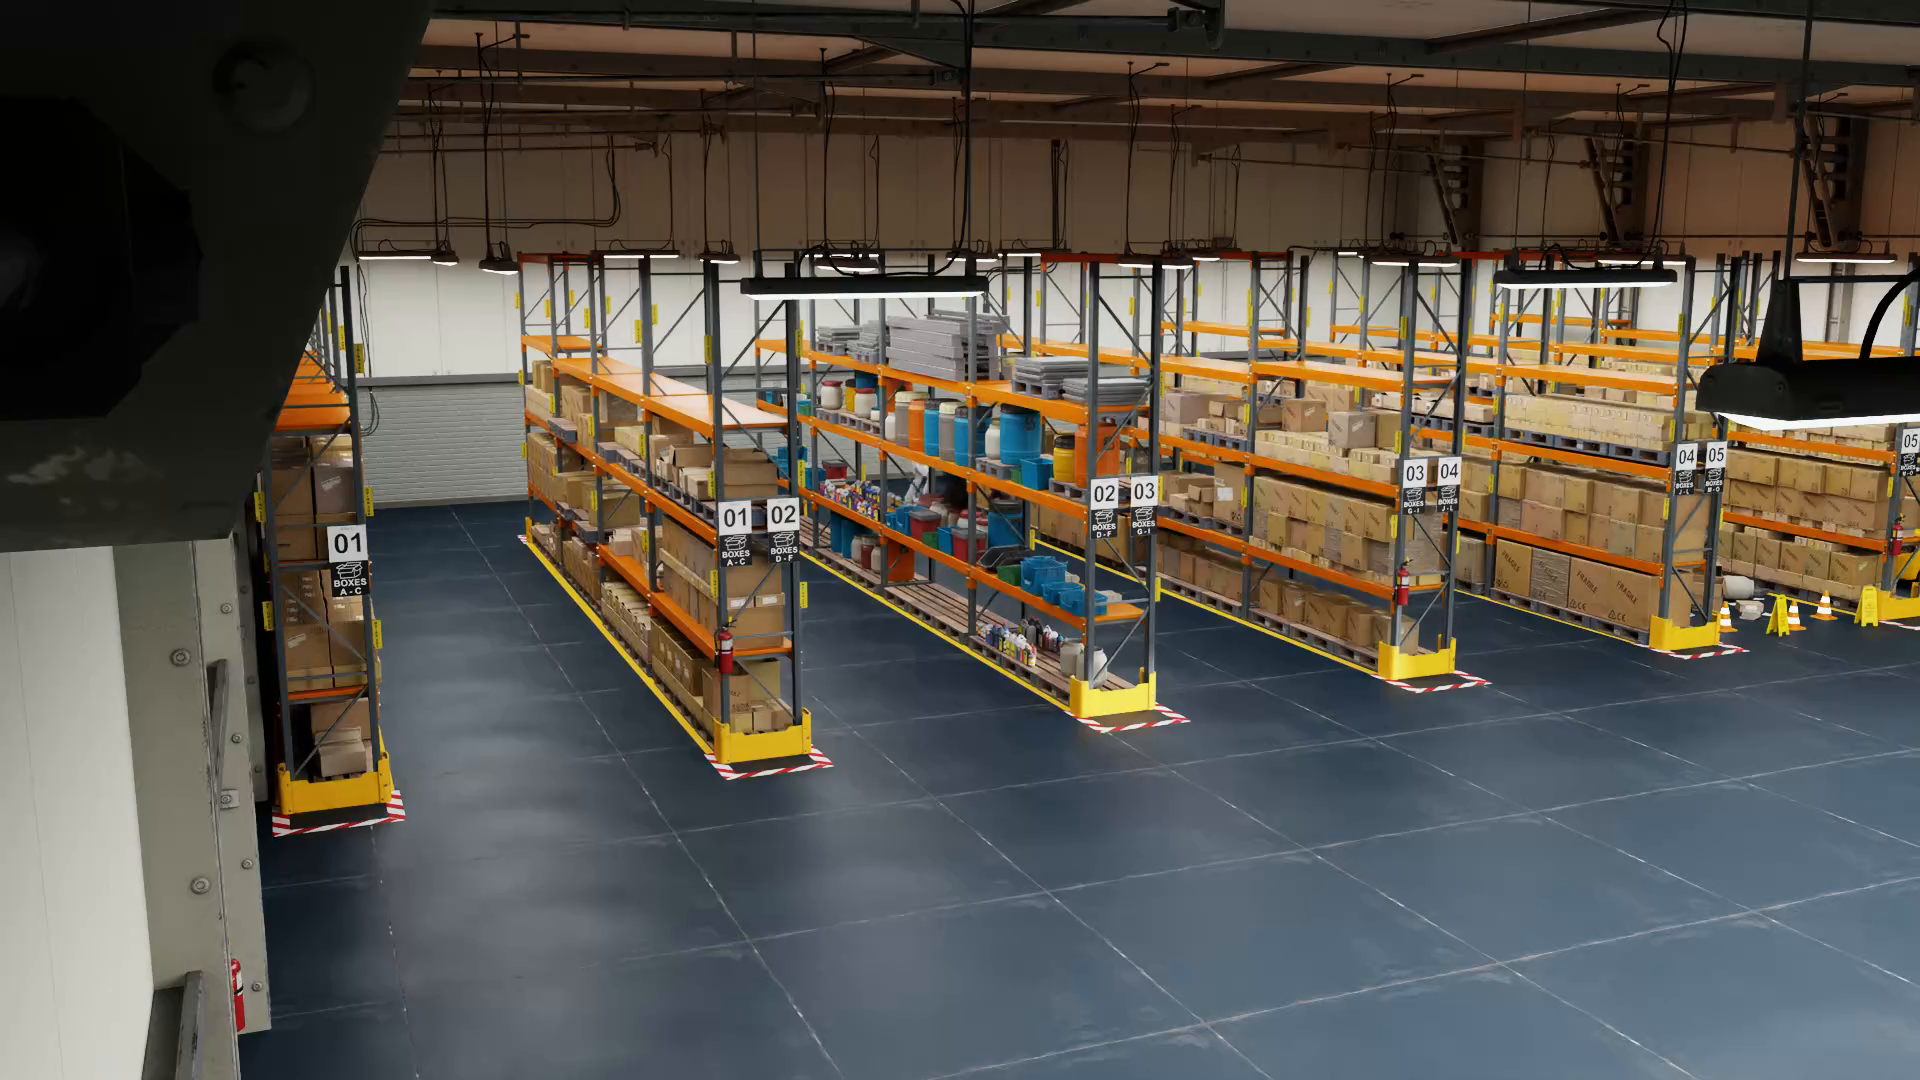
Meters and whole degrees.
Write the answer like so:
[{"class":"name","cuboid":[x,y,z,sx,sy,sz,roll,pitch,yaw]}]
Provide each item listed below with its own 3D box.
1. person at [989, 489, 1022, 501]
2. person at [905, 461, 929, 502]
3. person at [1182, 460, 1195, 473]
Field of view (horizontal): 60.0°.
[{"class":"person","cuboid":[0.932,-0.236,30.647,0.686,1.569,0.951,-5,12,-27]},{"class":"person","cuboid":[-0.913,-1.736,39.666,0.829,1.837,0.681,-2,11,-11]},{"class":"person","cuboid":[5.788,-2.085,41.777,0.690,1.738,0.918,2,11,12]}]
